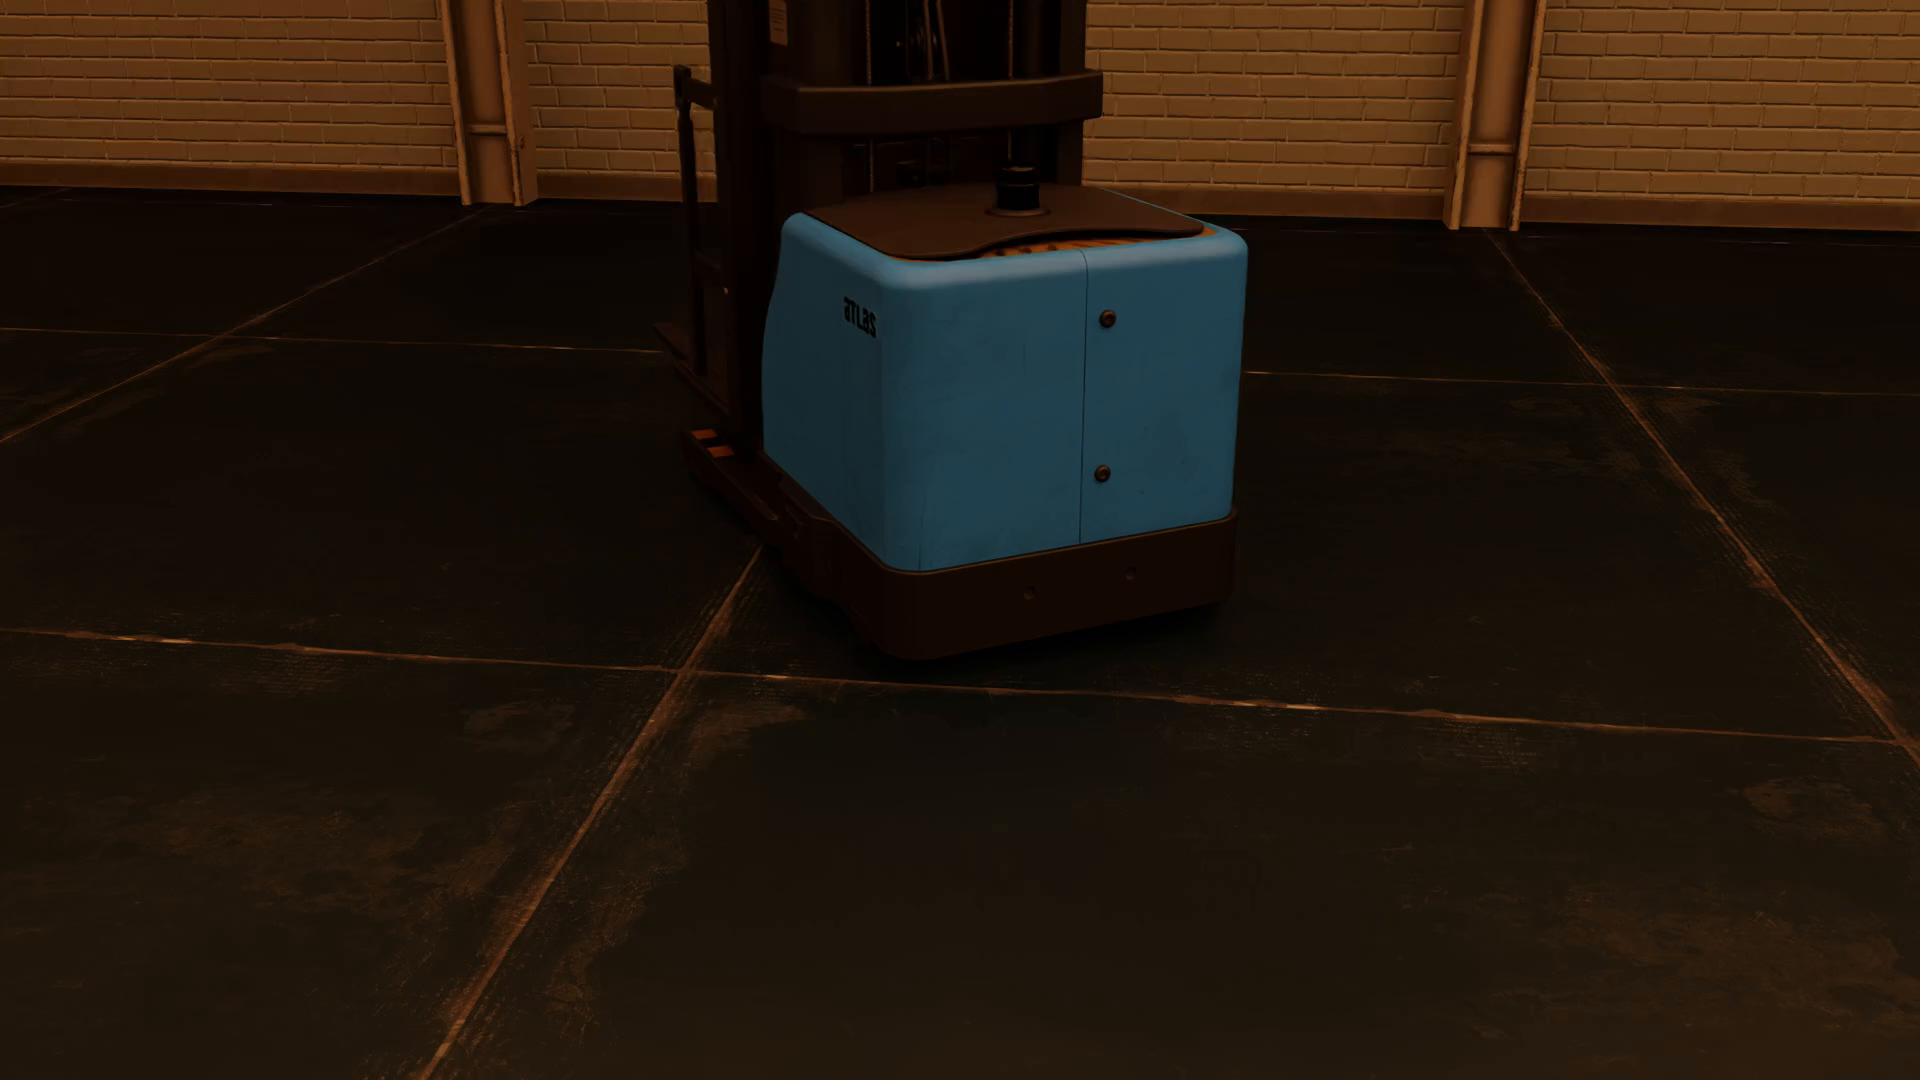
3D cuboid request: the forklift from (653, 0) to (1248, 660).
[{"bbox_3d":[-0.313,-1.569,5.150,1.130,2.935,3.031,-10,24,-23],"label":"forklift"}]
